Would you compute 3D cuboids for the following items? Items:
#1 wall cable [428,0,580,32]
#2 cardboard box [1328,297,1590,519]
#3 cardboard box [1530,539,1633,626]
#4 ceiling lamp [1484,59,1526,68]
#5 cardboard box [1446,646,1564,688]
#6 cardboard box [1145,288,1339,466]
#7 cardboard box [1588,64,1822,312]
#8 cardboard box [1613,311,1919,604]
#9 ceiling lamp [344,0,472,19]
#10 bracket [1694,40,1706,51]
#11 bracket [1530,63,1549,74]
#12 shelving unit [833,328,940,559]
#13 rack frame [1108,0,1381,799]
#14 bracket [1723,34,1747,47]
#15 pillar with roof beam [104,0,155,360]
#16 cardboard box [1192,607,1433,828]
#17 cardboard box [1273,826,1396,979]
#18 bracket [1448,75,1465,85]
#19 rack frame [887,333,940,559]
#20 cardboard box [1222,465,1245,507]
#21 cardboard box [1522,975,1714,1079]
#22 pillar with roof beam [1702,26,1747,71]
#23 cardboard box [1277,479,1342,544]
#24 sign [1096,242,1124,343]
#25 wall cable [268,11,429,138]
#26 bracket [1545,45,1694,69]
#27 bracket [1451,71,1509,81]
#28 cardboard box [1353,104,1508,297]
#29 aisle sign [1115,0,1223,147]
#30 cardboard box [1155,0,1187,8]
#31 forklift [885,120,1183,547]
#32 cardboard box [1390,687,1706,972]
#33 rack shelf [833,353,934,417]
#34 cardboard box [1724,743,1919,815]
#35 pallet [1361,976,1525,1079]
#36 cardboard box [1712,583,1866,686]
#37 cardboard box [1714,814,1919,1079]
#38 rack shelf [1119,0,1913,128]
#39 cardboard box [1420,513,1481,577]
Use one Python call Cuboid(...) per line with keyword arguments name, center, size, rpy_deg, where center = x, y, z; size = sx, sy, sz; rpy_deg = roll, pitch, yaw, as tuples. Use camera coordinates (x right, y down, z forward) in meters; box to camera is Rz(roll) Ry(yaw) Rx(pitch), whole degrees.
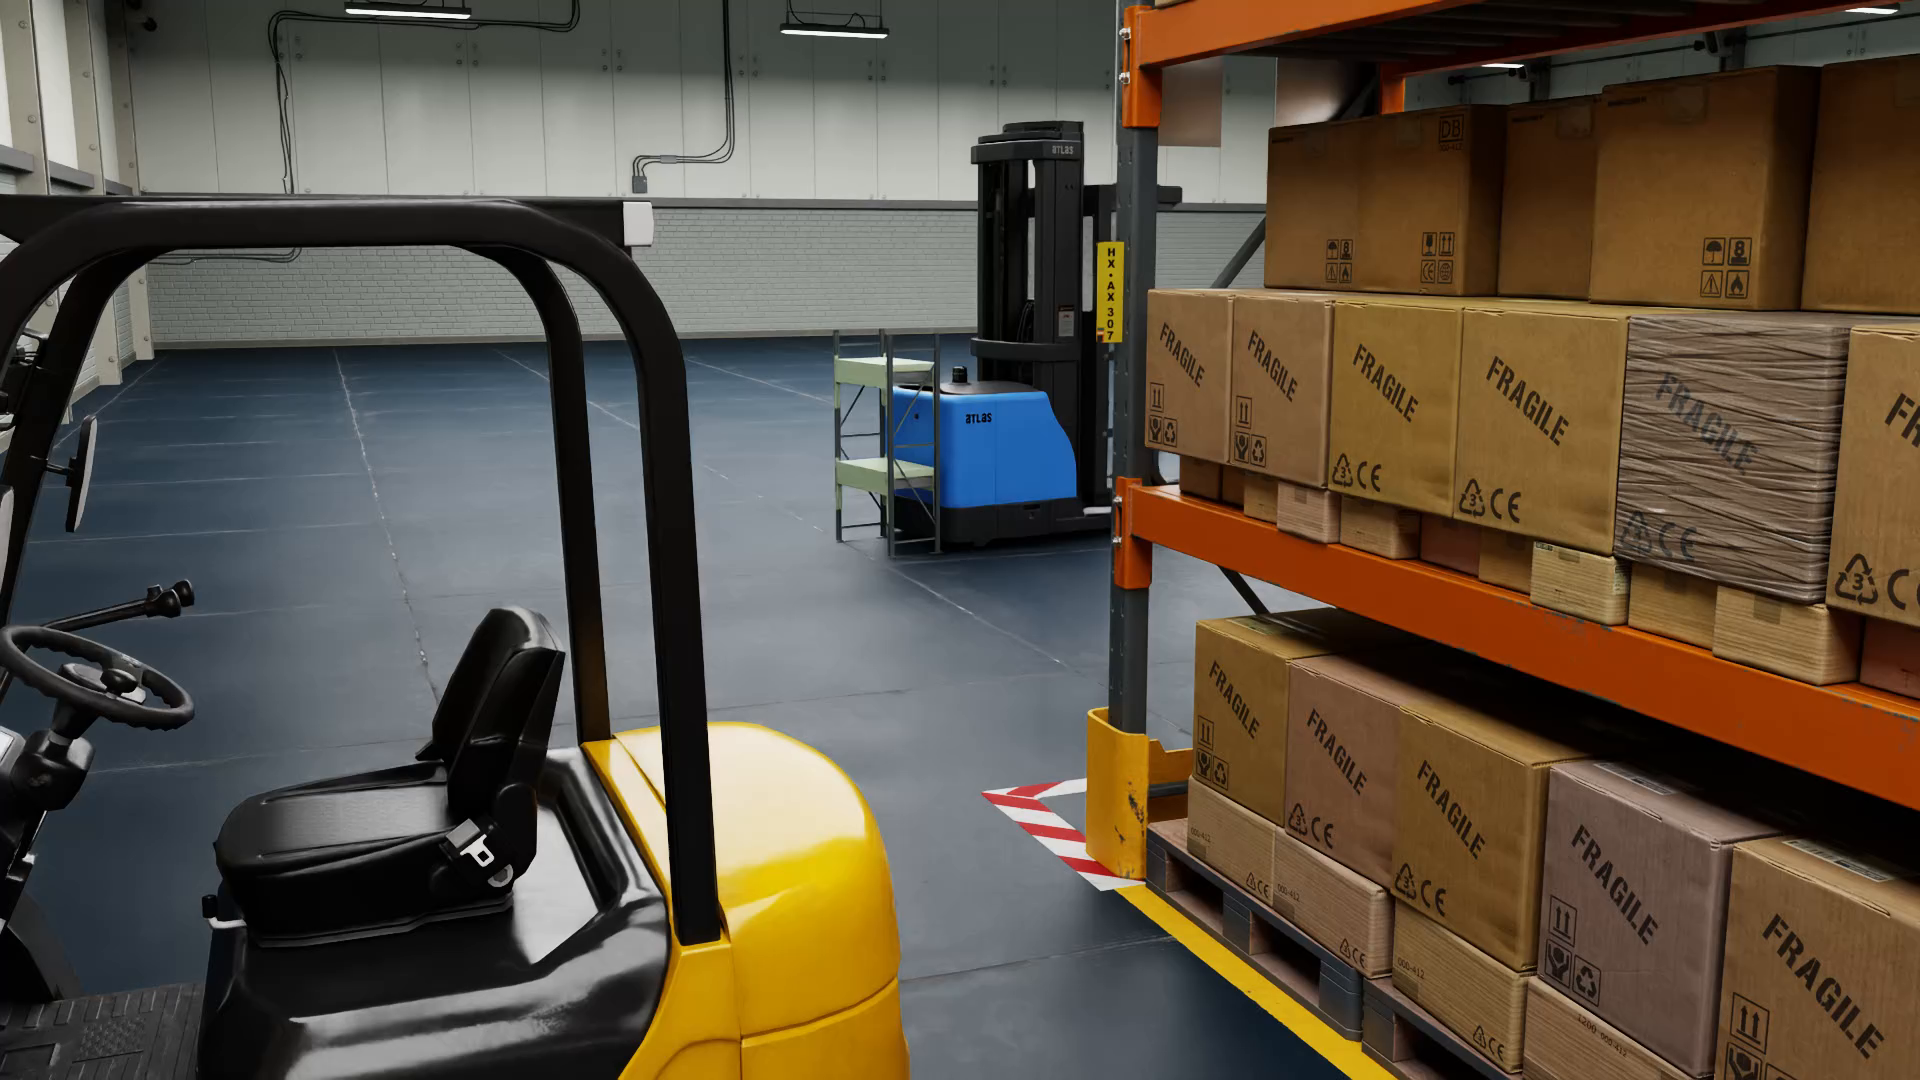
Cuboid(name="wall cable", center=(-9.514, -11.911, 34.646), size=(3.097, 2.526, 0.112), rpy_deg=(-4, 11, -21))
Cuboid(name="cardboard box", center=(1.289, -0.351, 4.192), size=(0.500, 0.500, 0.500), rpy_deg=(-4, 11, -22))
Cuboid(name="cardboard box", center=(1.485, 0.077, 3.639), size=(0.380, 0.149, 0.250), rpy_deg=(-4, 11, -20))
Cuboid(name="ceiling lamp", center=(11.051, -11.709, 35.382), size=(2.000, 3.185, 0.800), rpy_deg=(-4, 11, -21))
Cuboid(name="cardboard box", center=(1.725, 0.560, 4.720), size=(0.500, 0.500, 0.500), rpy_deg=(-3, 11, -19))
Cuboid(name="cardboard box", center=(0.912, -0.518, 5.133), size=(0.500, 0.500, 0.500), rpy_deg=(-4, 11, -22))
Cuboid(name="cardboard box", center=(1.896, -0.786, 3.783), size=(0.700, 0.500, 0.500), rpy_deg=(-4, 11, -21))
Cuboid(name="cardboard box", center=(1.671, -0.185, 3.260), size=(0.500, 0.500, 0.500), rpy_deg=(-4, 11, -19))
Cuboid(name="ceiling lamp", center=(-9.258, -10.326, 27.608), size=(2.000, 3.185, 0.800), rpy_deg=(-4, 11, -21))
Cuboid(name="bracket", center=(15.967, -10.618, 35.642), size=(0.235, 0.232, 0.430), rpy_deg=(-4, 11, -21))
Cuboid(name="bracket", center=(14.094, -11.462, 40.386), size=(0.235, 0.232, 0.430), rpy_deg=(-4, 11, -21))
Cuboid(name="shelving unit", center=(-0.509, -0.686, 11.491), size=(0.431, 1.500, 0.755), rpy_deg=(-6, 12, -32))
Cuboid(name="rack frame", center=(0.999, -0.417, 5.701), size=(1.000, 3.000, 0.127), rpy_deg=(-4, 11, -21))
Cuboid(name="bracket", center=(16.268, -10.483, 34.880), size=(0.235, 0.232, 0.430), rpy_deg=(-4, 11, -21))
Cuboid(name="pillar with roof beam", center=(-11.072, -8.055, 31.506), size=(9.100, 9.000, 0.548), rpy_deg=(-4, 11, -21))
Cuboid(name="cardboard box", center=(1.043, 0.513, 4.979), size=(0.500, 0.500, 0.500), rpy_deg=(-4, 11, -23))
Cuboid(name="cardboard box", center=(1.212, 0.963, 4.596), size=(0.500, 0.250, 0.500), rpy_deg=(-3, 11, -19))
Cuboid(name="bracket", center=(12.934, -11.985, 43.322), size=(0.235, 0.232, 0.430), rpy_deg=(-4, 11, -21))
Cuboid(name="rack frame", center=(-0.310, -0.632, 11.189), size=(0.400, 1.500, 0.023), rpy_deg=(-6, 12, -32))
Cuboid(name="cardboard box", center=(1.034, -0.185, 5.111), size=(0.380, 0.149, 0.250), rpy_deg=(-4, 11, -20))
Cuboid(name="cardboard box", center=(1.602, 1.134, 3.635), size=(0.500, 0.250, 0.500), rpy_deg=(-4, 11, -20))
Cuboid(name="pillar with roof beam", center=(12.436, -8.528, 34.167), size=(9.100, 9.000, 0.548), rpy_deg=(-4, 11, -21))
Cuboid(name="cardboard box", center=(1.104, -0.092, 4.590), size=(0.380, 0.149, 0.250), rpy_deg=(-4, 11, -20))
Cuboid(name="sign", center=(0.494, -0.809, 5.432), size=(0.100, 0.325, 0.005), rpy_deg=(-4, 11, -21))
Cuboid(name="wall cable", center=(-12.398, -9.476, 33.940), size=(3.097, 2.526, 0.112), rpy_deg=(-4, 11, -21))
Cuboid(name="bracket", center=(15.028, -11.042, 38.022), size=(0.076, 0.066, 4.783), rpy_deg=(-4, 11, -21))
Cuboid(name="bracket", center=(13.148, -11.888, 42.780), size=(0.076, 0.066, 3.189), rpy_deg=(-4, 11, -21))
Cuboid(name="cardboard box", center=(1.564, -0.953, 4.721), size=(0.700, 0.500, 0.500), rpy_deg=(-4, 11, -20))
Cuboid(name="aisle sign", center=(0.688, -1.688, 5.420), size=(0.394, 0.787, 0.004), rpy_deg=(-4, 11, -21))
Cuboid(name="cardboard box", center=(0.817, -1.696, 5.041), size=(0.380, 0.149, 0.250), rpy_deg=(-4, 11, -21))
Cuboid(name="forklift", center=(0.942, -1.563, 12.339), size=(3.031, 2.935, 1.130), rpy_deg=(-6, 12, -32))
Cuboid(name="cardboard box", center=(1.411, 0.681, 4.038), size=(0.500, 0.500, 0.500), rpy_deg=(-4, 11, -20))
Cuboid(name="rack shelf", center=(-0.509, -1.070, 11.423), size=(0.431, 0.370, 0.720), rpy_deg=(-6, 12, -32))
Cuboid(name="cardboard box", center=(2.095, 0.729, 3.770), size=(0.500, 0.500, 0.500), rpy_deg=(-3, 11, -18))
Cuboid(name="pallet", center=(1.727, 1.302, 4.000), size=(1.003, 0.211, 1.213), rpy_deg=(-4, 11, -21))
Cuboid(name="cardboard box", center=(1.677, 0.160, 3.170), size=(0.380, 0.149, 0.250), rpy_deg=(-4, 11, -22))
Cuboid(name="cardboard box", center=(1.798, 0.851, 3.083), size=(0.500, 0.500, 0.500), rpy_deg=(-4, 11, -20))
Cuboid(name="rack shelf", center=(1.724, -1.214, 3.666), size=(1.077, 0.370, 4.000), rpy_deg=(-4, 11, -21))
Cuboid(name="cardboard box", center=(1.381, -0.013, 4.143), size=(0.380, 0.149, 0.250), rpy_deg=(-4, 11, -19))
